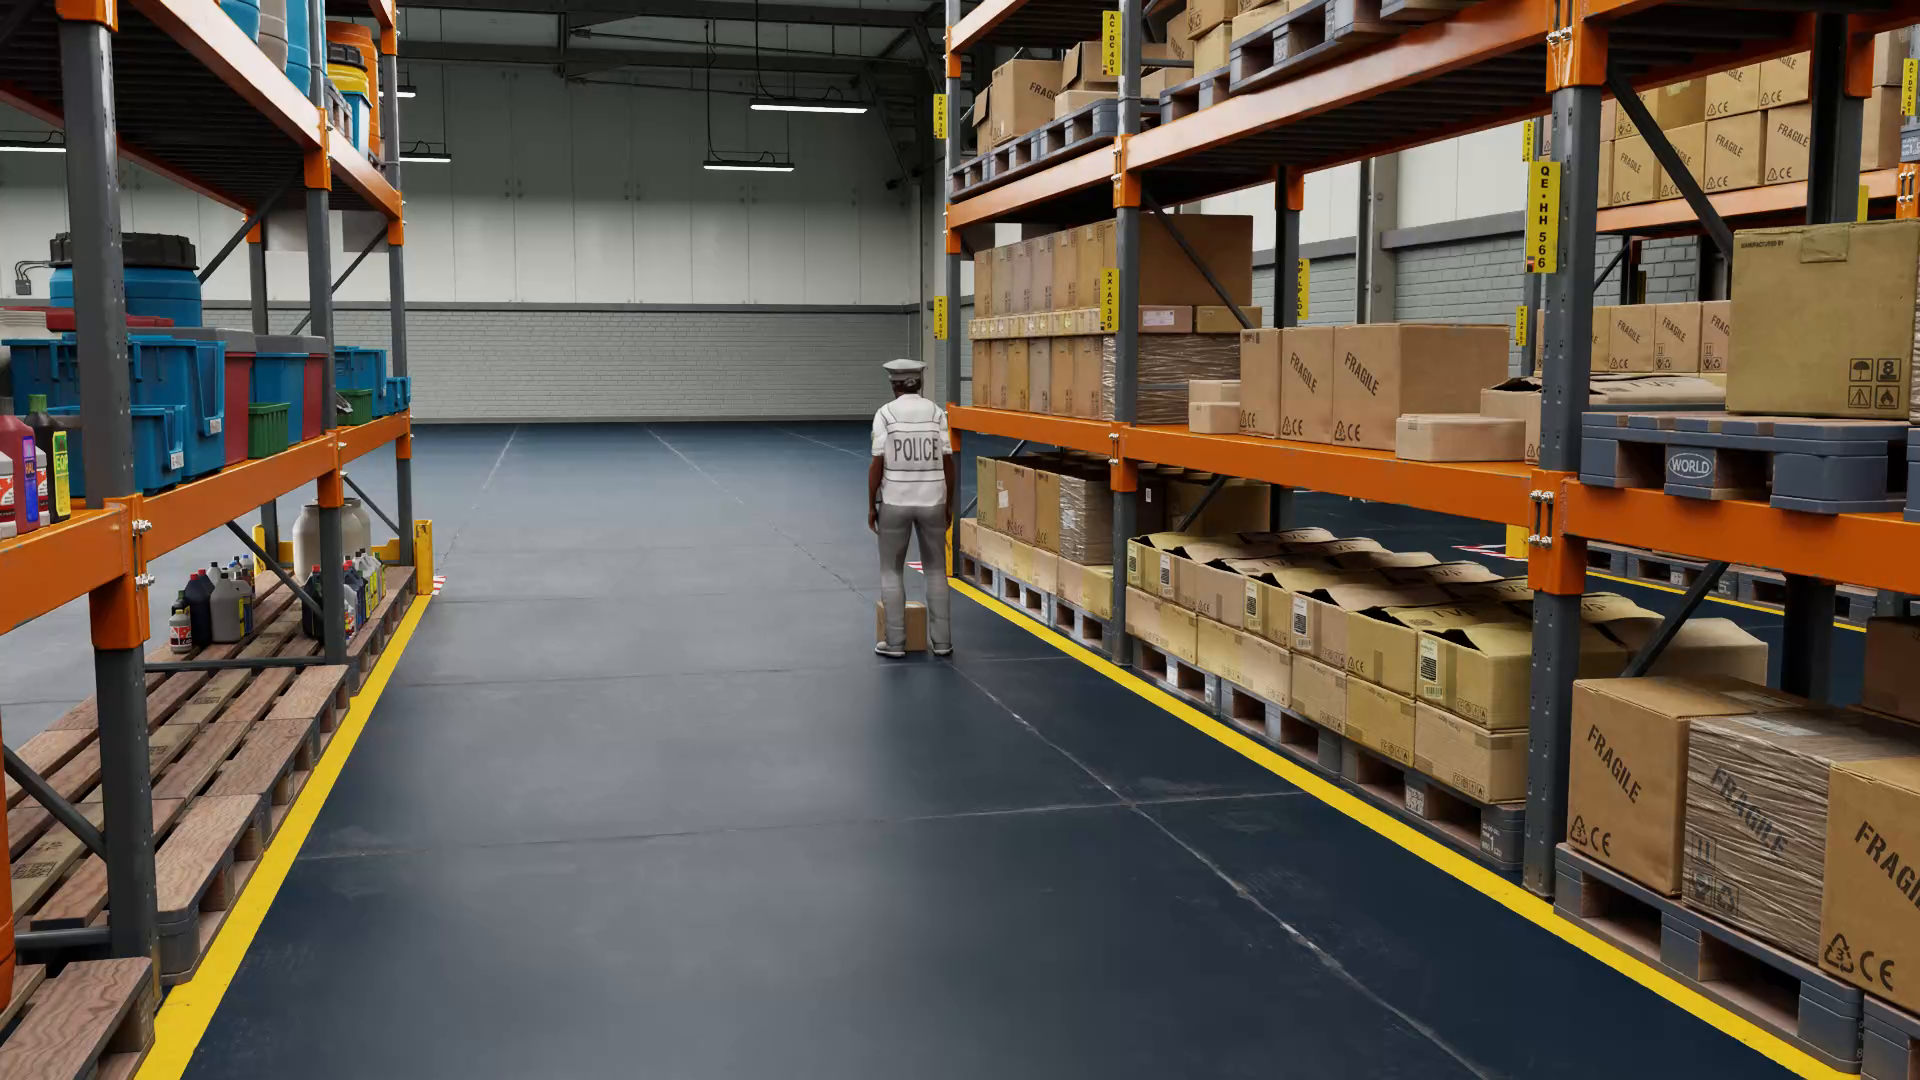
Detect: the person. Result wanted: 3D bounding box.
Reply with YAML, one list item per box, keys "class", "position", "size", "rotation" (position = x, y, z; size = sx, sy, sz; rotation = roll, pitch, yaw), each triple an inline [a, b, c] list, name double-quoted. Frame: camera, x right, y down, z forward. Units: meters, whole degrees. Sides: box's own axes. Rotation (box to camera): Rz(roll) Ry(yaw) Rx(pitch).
- class: "person"
  position: [-0.266, -0.177, 9.313]
  size: [0.505, 1.657, 0.392]
  rotation: [-1, 6, -13]
